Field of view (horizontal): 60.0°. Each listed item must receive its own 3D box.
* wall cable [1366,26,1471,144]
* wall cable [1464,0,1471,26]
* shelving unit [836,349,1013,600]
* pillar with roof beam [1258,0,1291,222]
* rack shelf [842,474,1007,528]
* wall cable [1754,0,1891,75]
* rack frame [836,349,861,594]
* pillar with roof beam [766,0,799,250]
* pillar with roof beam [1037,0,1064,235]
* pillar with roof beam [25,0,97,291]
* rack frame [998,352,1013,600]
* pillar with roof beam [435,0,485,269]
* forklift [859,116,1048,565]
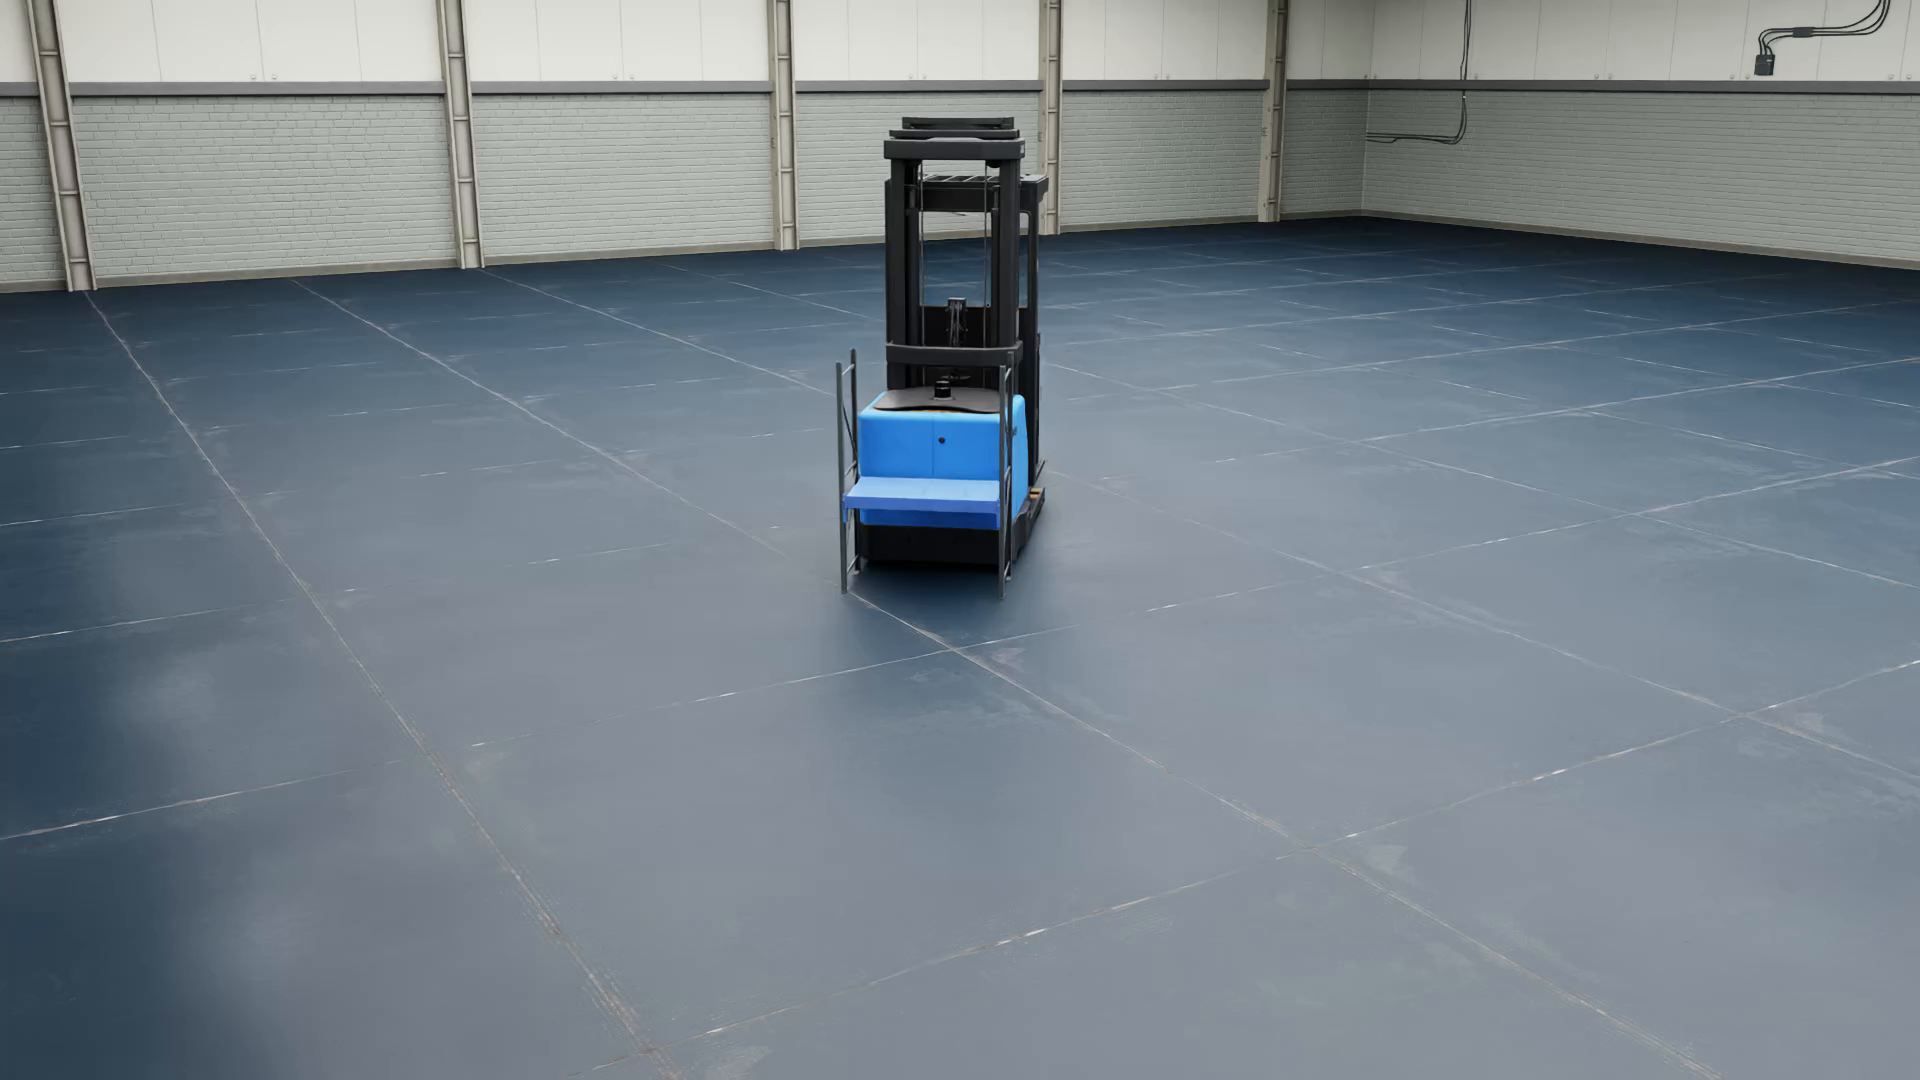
[{"bbox_3d":[10.188,-10.156,37.222,0.112,2.526,3.097,-9,18,-30],"label":"wall cable"},{"bbox_3d":[11.581,-11.962,34.307,0.112,2.526,3.097,-9,18,-30],"label":"wall cable"},{"bbox_3d":[-0.212,-0.427,10.638,1.048,1.500,0.538,2,17,7],"label":"shelving unit"},{"bbox_3d":[9.199,-10.552,32.880,0.400,9.000,9.100,-9,18,-30],"label":"pillar with roof beam"},{"bbox_3d":[-0.211,-0.254,10.690,1.000,0.185,0.538,2,17,7],"label":"rack shelf"},{"bbox_3d":[15.064,-11.090,28.500,0.169,6.003,2.305,-9,18,-30],"label":"wall cable"},{"bbox_3d":[-0.716,-0.445,10.704,0.032,1.500,0.500,2,17,7],"label":"rack frame"},{"bbox_3d":[-1.087,-8.884,26.930,0.400,9.000,9.100,-9,18,-30],"label":"pillar with roof beam"},{"bbox_3d":[4.056,-9.718,29.905,0.400,9.000,9.100,-9,18,-30],"label":"pillar with roof beam"},{"bbox_3d":[-11.374,-7.216,20.979,0.400,9.000,9.100,-9,18,-30],"label":"pillar with roof beam"},{"bbox_3d":[0.292,-0.408,10.572,0.032,1.500,0.500,2,17,7],"label":"rack frame"},{"bbox_3d":[-6.230,-8.050,23.954,0.400,9.000,9.100,-9,18,-30],"label":"pillar with roof beam"},{"bbox_3d":[0.049,-1.598,12.180,1.130,2.935,3.031,2,16,8],"label":"forklift"}]
